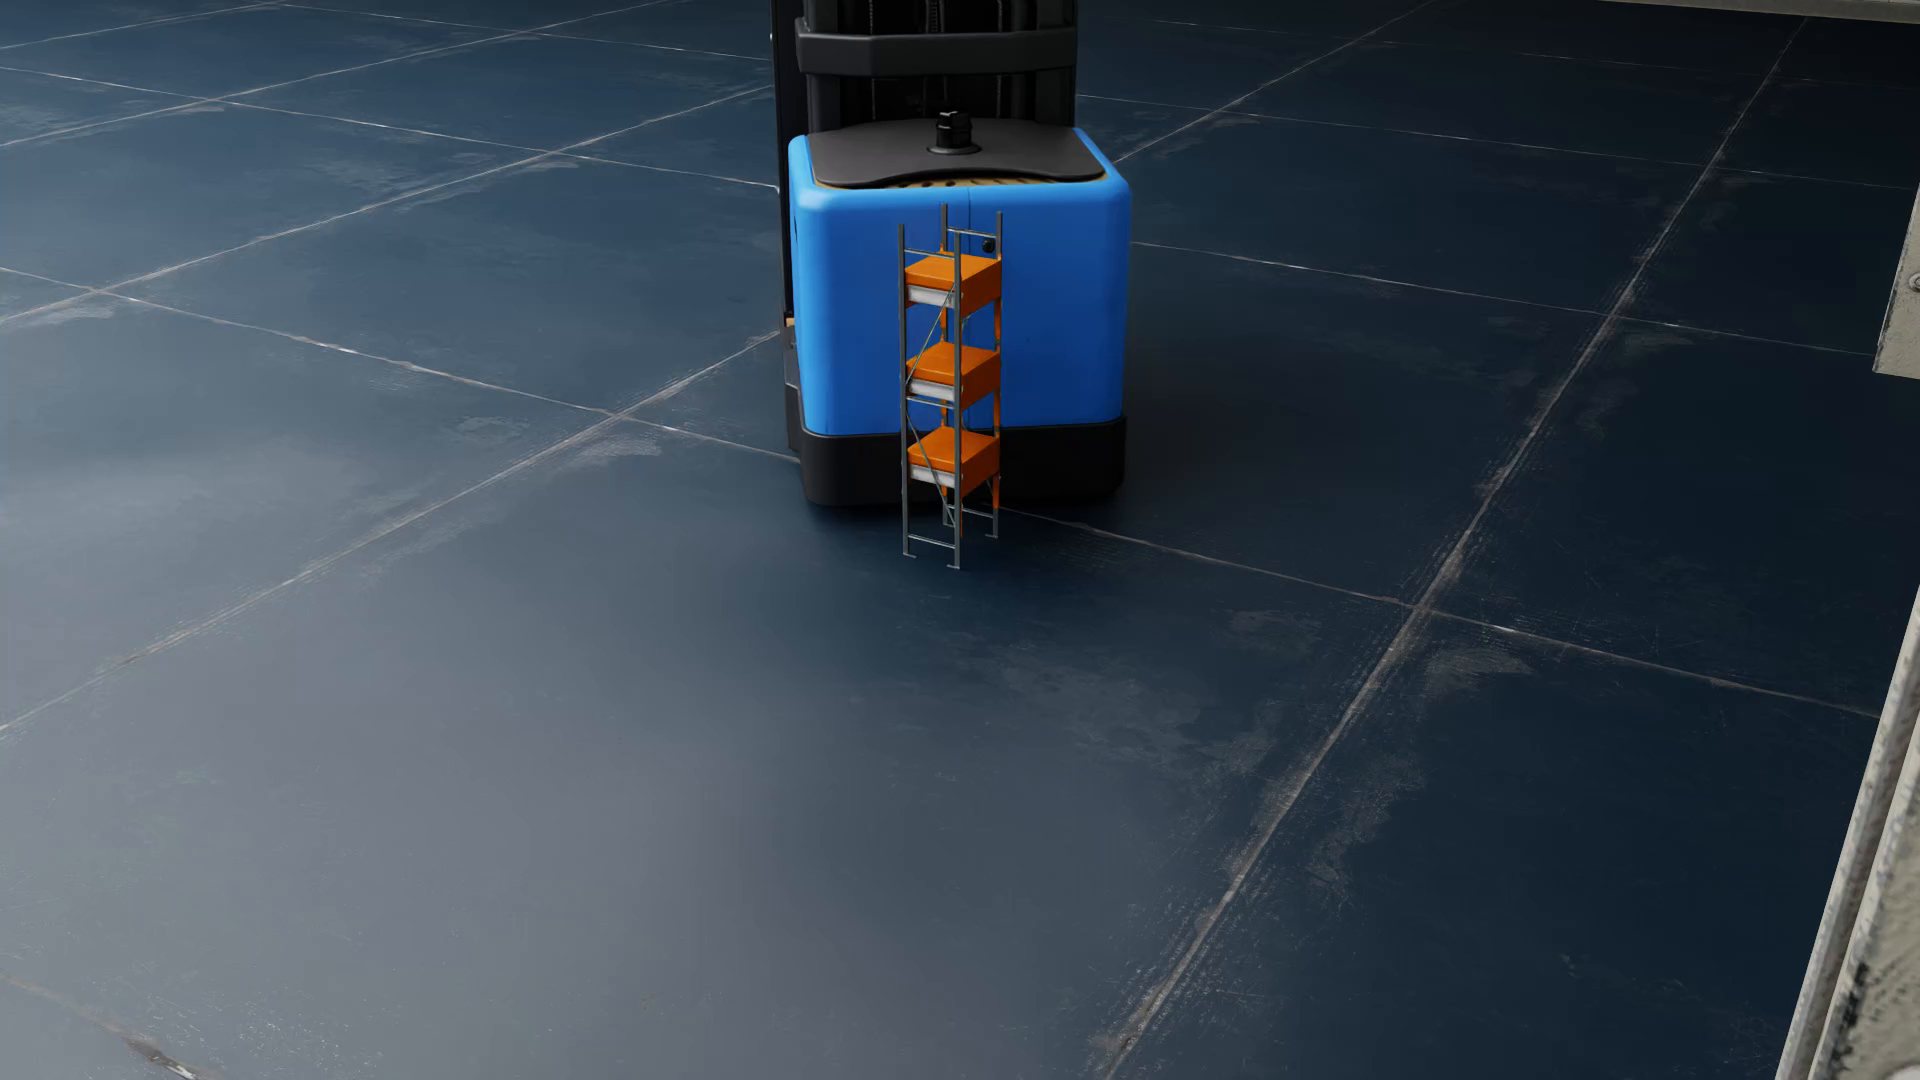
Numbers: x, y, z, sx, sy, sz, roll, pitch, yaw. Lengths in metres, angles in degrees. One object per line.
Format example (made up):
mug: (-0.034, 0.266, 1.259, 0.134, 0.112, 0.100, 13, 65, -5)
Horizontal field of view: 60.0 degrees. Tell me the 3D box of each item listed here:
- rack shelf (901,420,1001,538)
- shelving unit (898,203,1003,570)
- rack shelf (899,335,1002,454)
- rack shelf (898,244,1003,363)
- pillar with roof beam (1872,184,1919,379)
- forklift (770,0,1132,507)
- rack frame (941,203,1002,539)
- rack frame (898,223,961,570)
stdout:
rack shelf: (-0.026, -0.191, 5.102, 0.215, 0.259, 0.240, 14, 30, 26)
shelving unit: (-0.026, -0.449, 4.973, 0.215, 1.050, 0.252, 14, 30, 26)
rack shelf: (-0.026, -0.439, 4.978, 0.215, 0.259, 0.240, 14, 30, 26)
rack shelf: (-0.026, -0.693, 4.851, 0.215, 0.259, 0.240, 14, 30, 26)
pillar with roof beam: (0.094, -5.682, 6.547, 9.100, 9.000, 0.400, 14, 30, 26)
forklift: (-0.157, -2.049, 6.068, 1.130, 2.935, 3.031, -3, 27, -6)
rack frame: (0.034, -0.496, 5.068, 0.200, 1.050, 0.008, 14, 30, 26)
rack frame: (-0.086, -0.401, 4.878, 0.200, 1.050, 0.008, 14, 30, 26)
